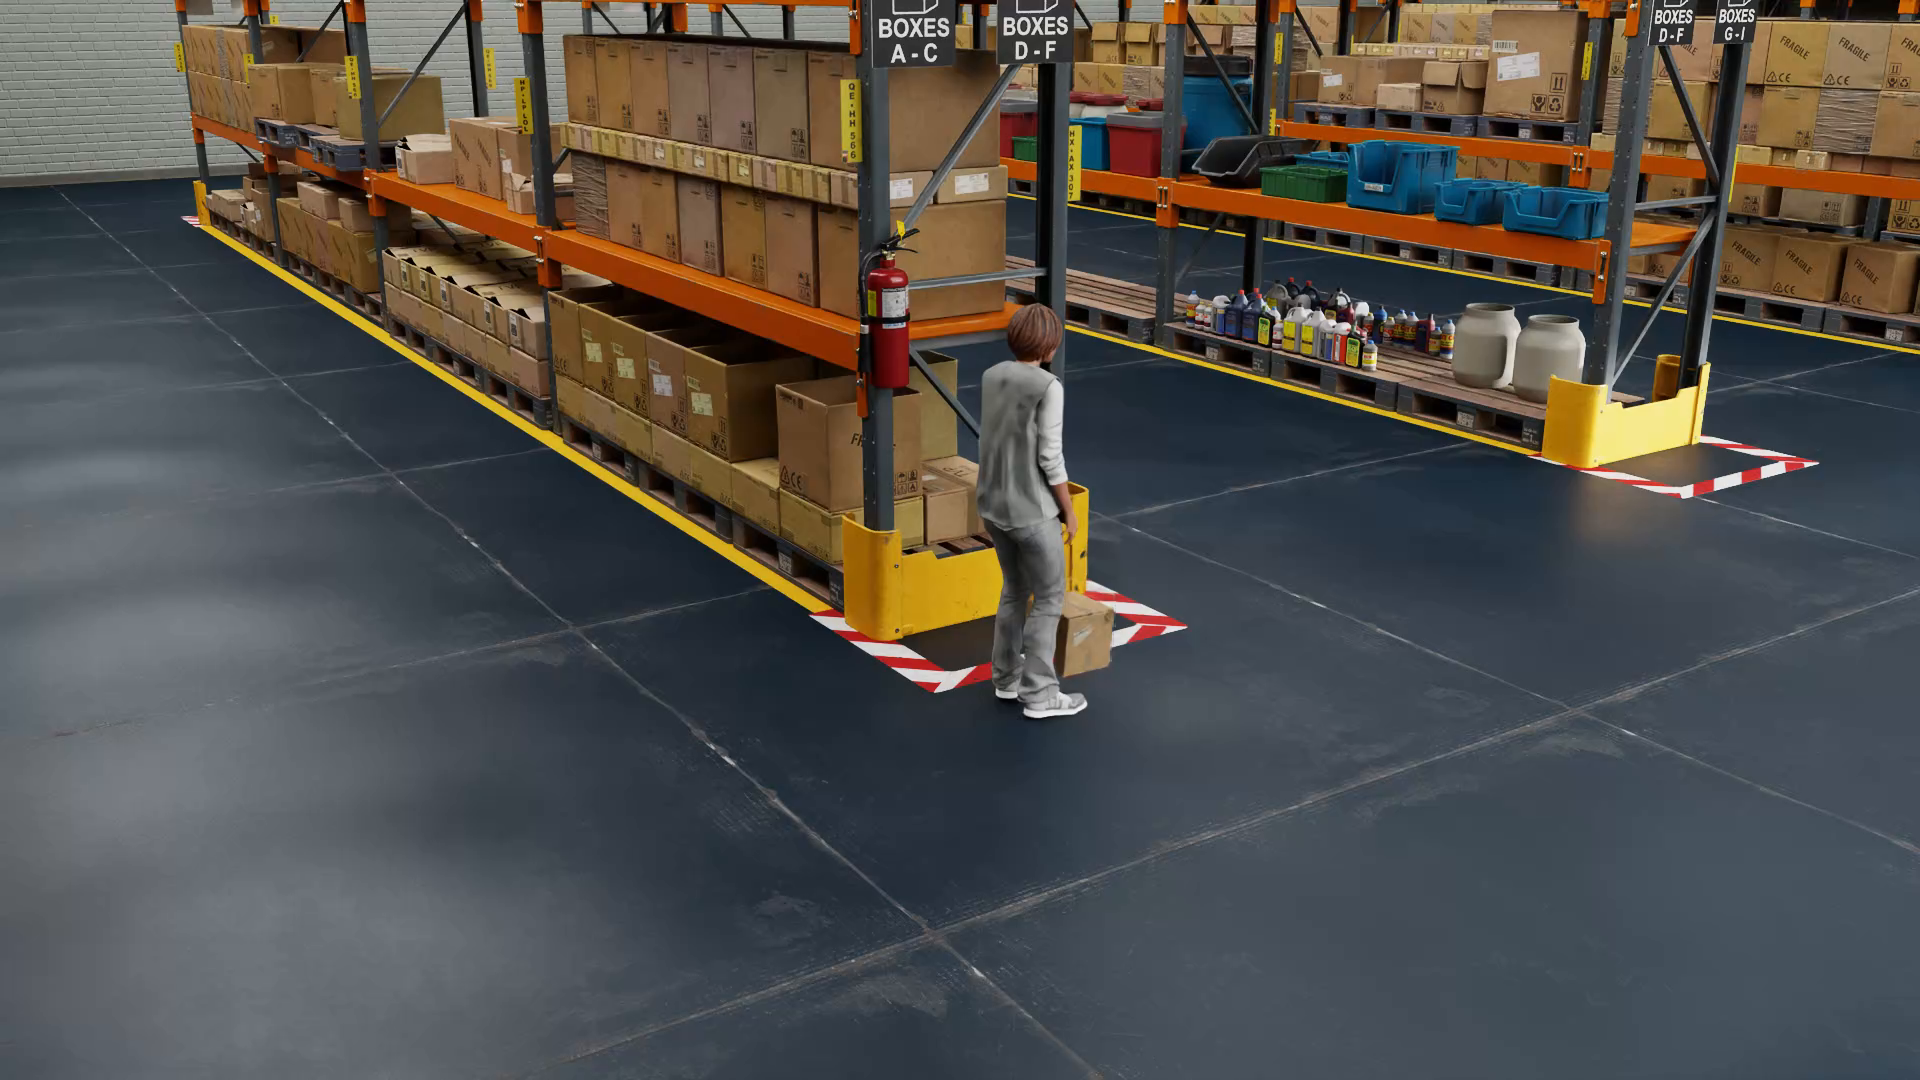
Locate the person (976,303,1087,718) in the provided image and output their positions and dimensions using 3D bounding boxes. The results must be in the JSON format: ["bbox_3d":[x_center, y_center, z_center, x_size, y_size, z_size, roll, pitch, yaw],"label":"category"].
[{"bbox_3d":[0.262,-0.110,6.403,0.374,1.594,0.458,-14,23,-37],"label":"person"}]
